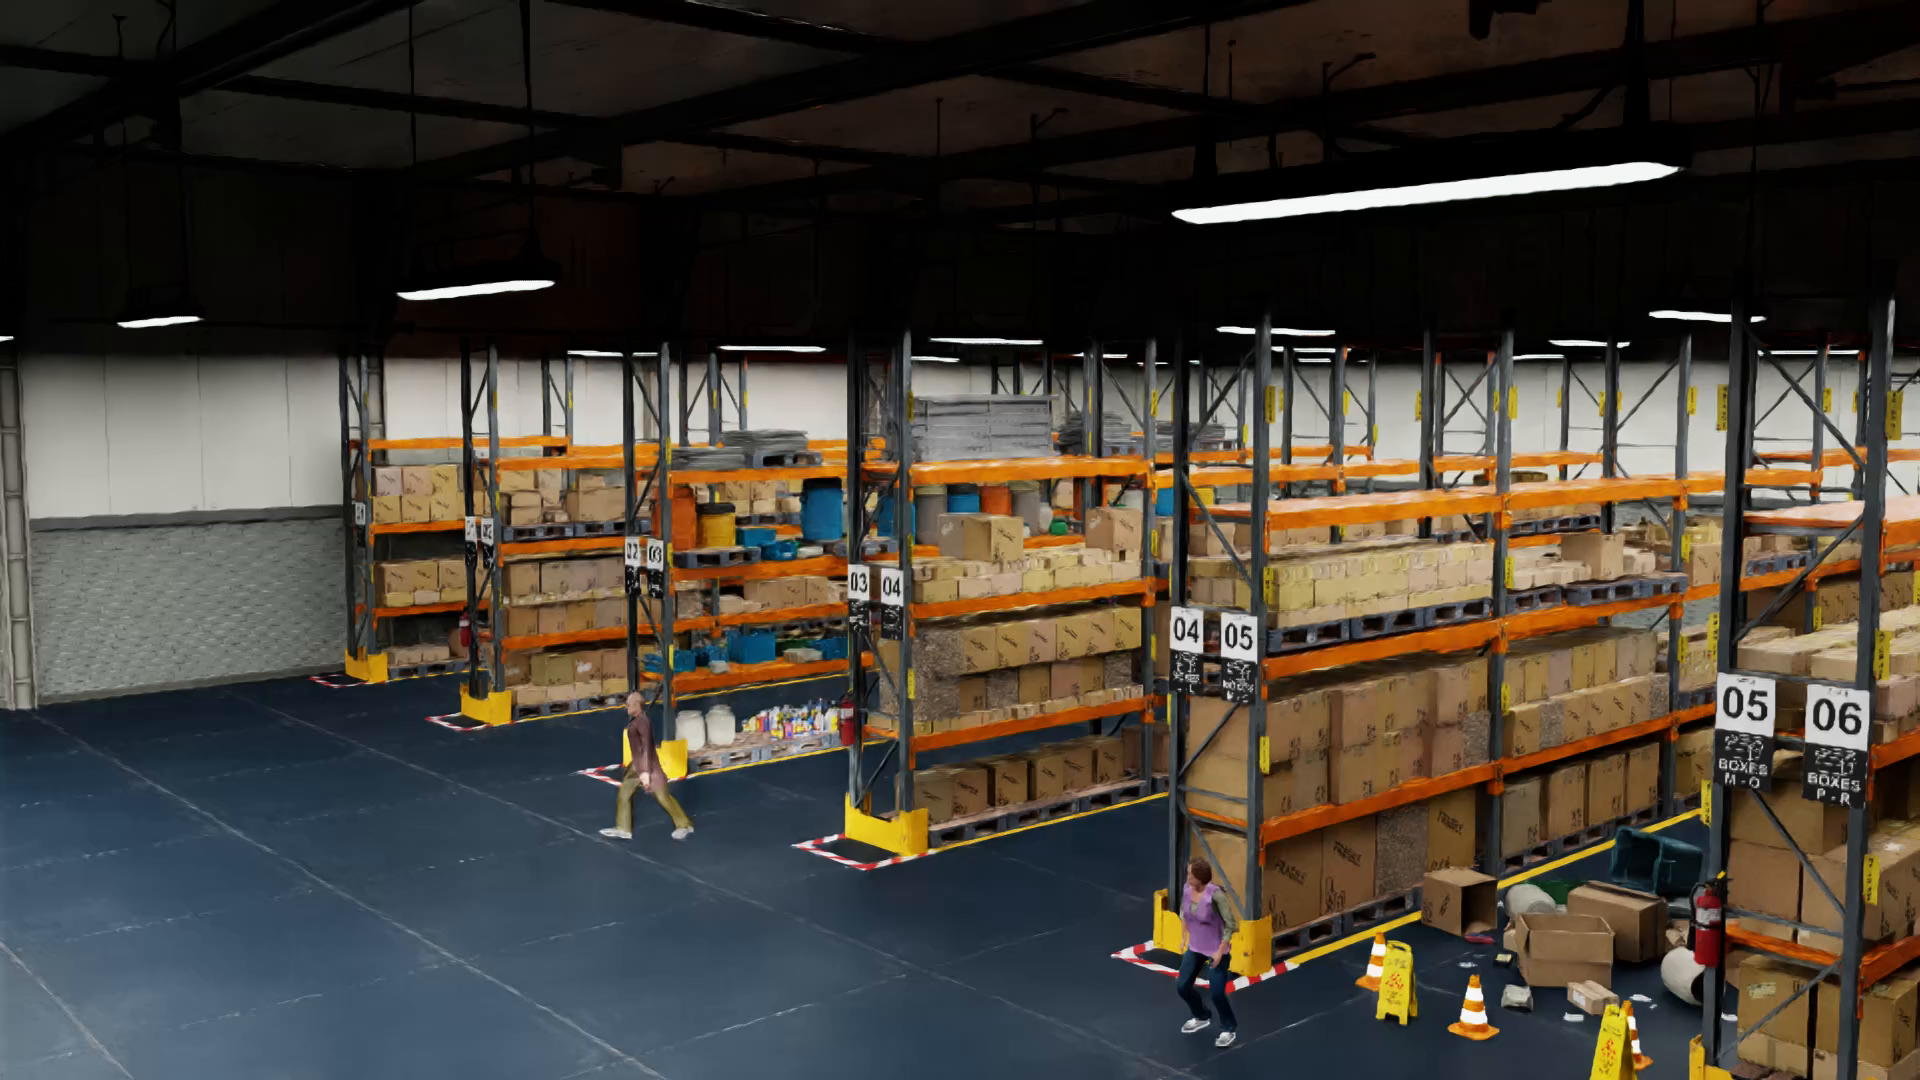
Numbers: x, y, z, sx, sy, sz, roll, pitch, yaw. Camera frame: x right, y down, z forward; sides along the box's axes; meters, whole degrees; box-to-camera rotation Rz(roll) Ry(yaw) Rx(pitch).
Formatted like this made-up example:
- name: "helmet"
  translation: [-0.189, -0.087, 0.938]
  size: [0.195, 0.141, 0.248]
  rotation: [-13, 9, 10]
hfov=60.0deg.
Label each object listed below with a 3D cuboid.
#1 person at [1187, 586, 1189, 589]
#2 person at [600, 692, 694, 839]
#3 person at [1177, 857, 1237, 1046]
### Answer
- name: "person"
  translation: [5.195, 0.964, 37.675]
  size: [0.470, 1.677, 0.518]
  rotation: [1, 5, 13]
- name: "person"
  translation: [-3.597, 2.599, 19.116]
  size: [1.045, 1.723, 0.634]
  rotation: [-2, 5, -21]
- name: "person"
  translation: [1.953, 3.229, 13.139]
  size: [0.519, 1.541, 0.566]
  rotation: [-5, 7, -45]
